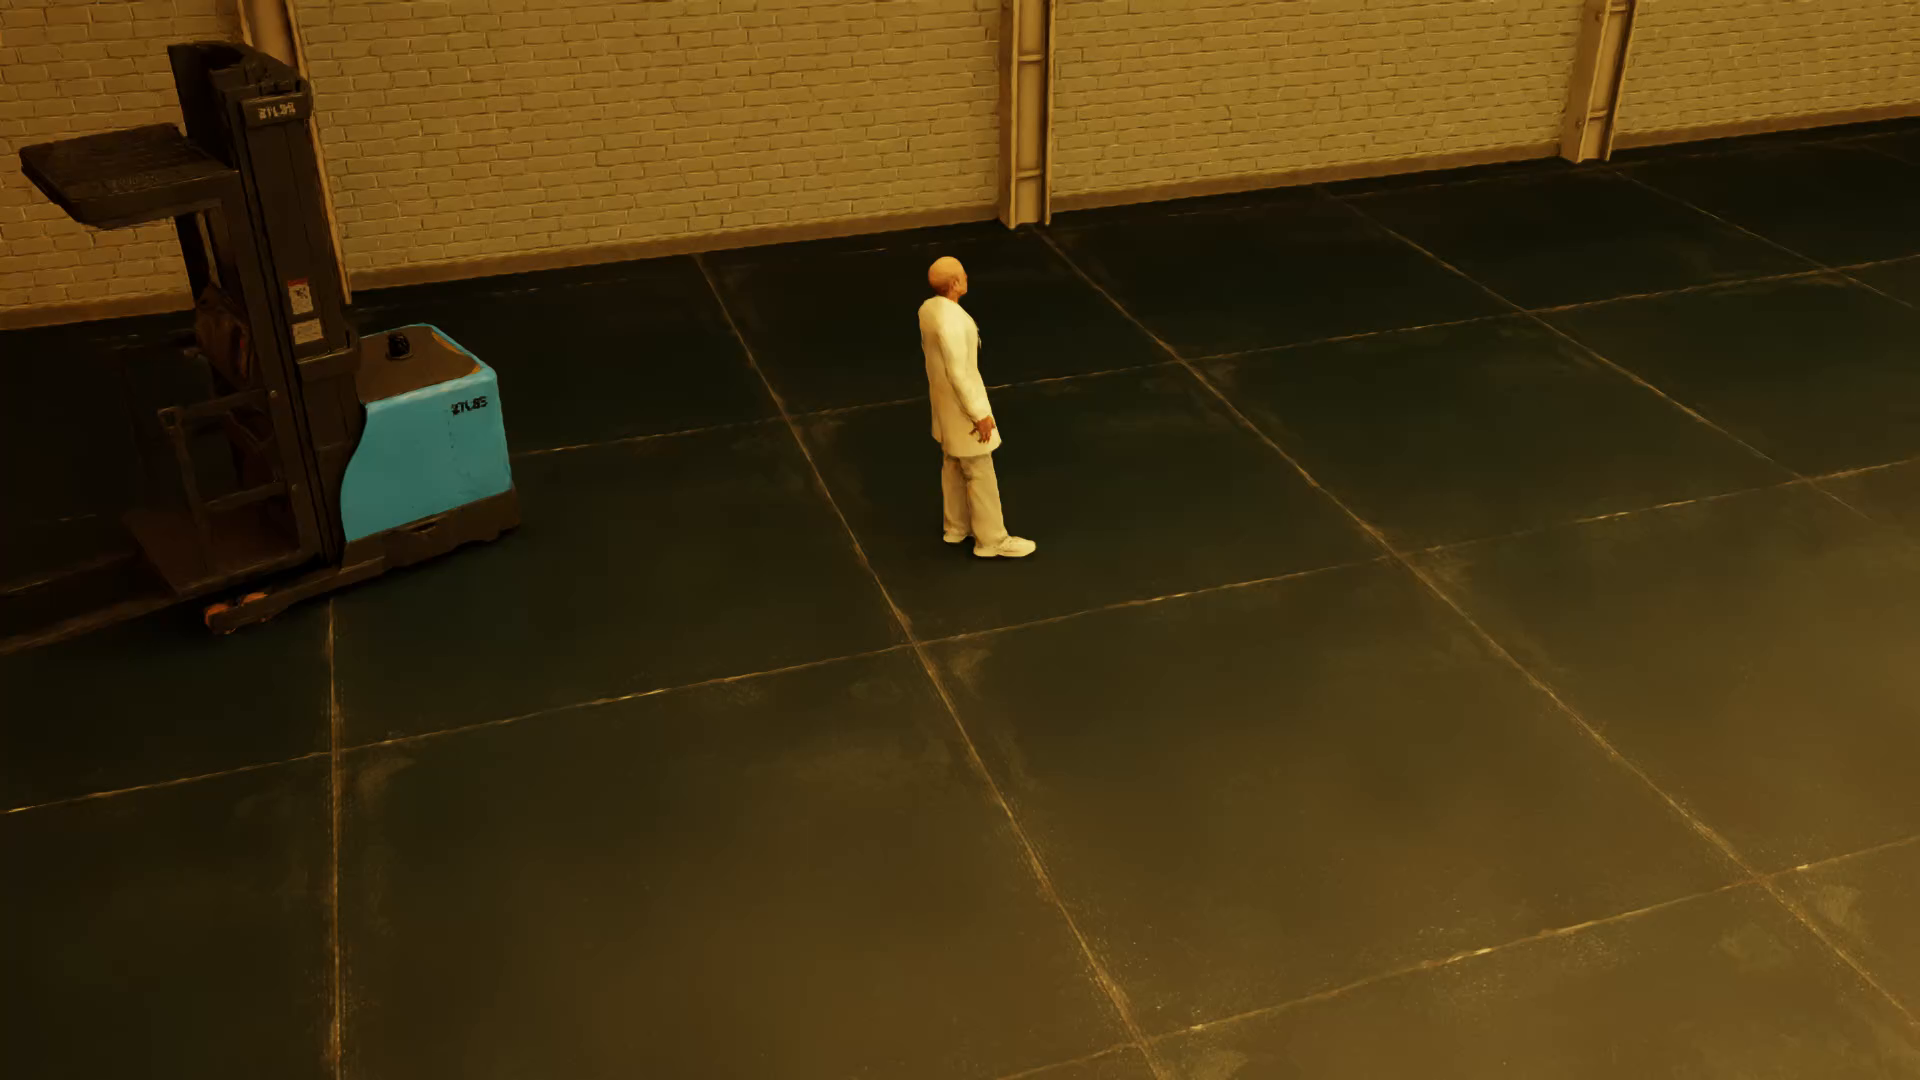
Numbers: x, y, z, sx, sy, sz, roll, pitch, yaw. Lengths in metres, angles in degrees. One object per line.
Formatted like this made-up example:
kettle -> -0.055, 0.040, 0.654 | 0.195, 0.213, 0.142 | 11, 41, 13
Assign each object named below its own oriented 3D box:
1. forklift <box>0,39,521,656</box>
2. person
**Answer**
forklift -> -4.133, -1.047, 8.906 | 3.031, 2.935, 1.130 | -22, 36, -33
person -> 0.088, -0.789, 9.600 | 0.579, 1.776, 0.694 | -10, 31, -16
